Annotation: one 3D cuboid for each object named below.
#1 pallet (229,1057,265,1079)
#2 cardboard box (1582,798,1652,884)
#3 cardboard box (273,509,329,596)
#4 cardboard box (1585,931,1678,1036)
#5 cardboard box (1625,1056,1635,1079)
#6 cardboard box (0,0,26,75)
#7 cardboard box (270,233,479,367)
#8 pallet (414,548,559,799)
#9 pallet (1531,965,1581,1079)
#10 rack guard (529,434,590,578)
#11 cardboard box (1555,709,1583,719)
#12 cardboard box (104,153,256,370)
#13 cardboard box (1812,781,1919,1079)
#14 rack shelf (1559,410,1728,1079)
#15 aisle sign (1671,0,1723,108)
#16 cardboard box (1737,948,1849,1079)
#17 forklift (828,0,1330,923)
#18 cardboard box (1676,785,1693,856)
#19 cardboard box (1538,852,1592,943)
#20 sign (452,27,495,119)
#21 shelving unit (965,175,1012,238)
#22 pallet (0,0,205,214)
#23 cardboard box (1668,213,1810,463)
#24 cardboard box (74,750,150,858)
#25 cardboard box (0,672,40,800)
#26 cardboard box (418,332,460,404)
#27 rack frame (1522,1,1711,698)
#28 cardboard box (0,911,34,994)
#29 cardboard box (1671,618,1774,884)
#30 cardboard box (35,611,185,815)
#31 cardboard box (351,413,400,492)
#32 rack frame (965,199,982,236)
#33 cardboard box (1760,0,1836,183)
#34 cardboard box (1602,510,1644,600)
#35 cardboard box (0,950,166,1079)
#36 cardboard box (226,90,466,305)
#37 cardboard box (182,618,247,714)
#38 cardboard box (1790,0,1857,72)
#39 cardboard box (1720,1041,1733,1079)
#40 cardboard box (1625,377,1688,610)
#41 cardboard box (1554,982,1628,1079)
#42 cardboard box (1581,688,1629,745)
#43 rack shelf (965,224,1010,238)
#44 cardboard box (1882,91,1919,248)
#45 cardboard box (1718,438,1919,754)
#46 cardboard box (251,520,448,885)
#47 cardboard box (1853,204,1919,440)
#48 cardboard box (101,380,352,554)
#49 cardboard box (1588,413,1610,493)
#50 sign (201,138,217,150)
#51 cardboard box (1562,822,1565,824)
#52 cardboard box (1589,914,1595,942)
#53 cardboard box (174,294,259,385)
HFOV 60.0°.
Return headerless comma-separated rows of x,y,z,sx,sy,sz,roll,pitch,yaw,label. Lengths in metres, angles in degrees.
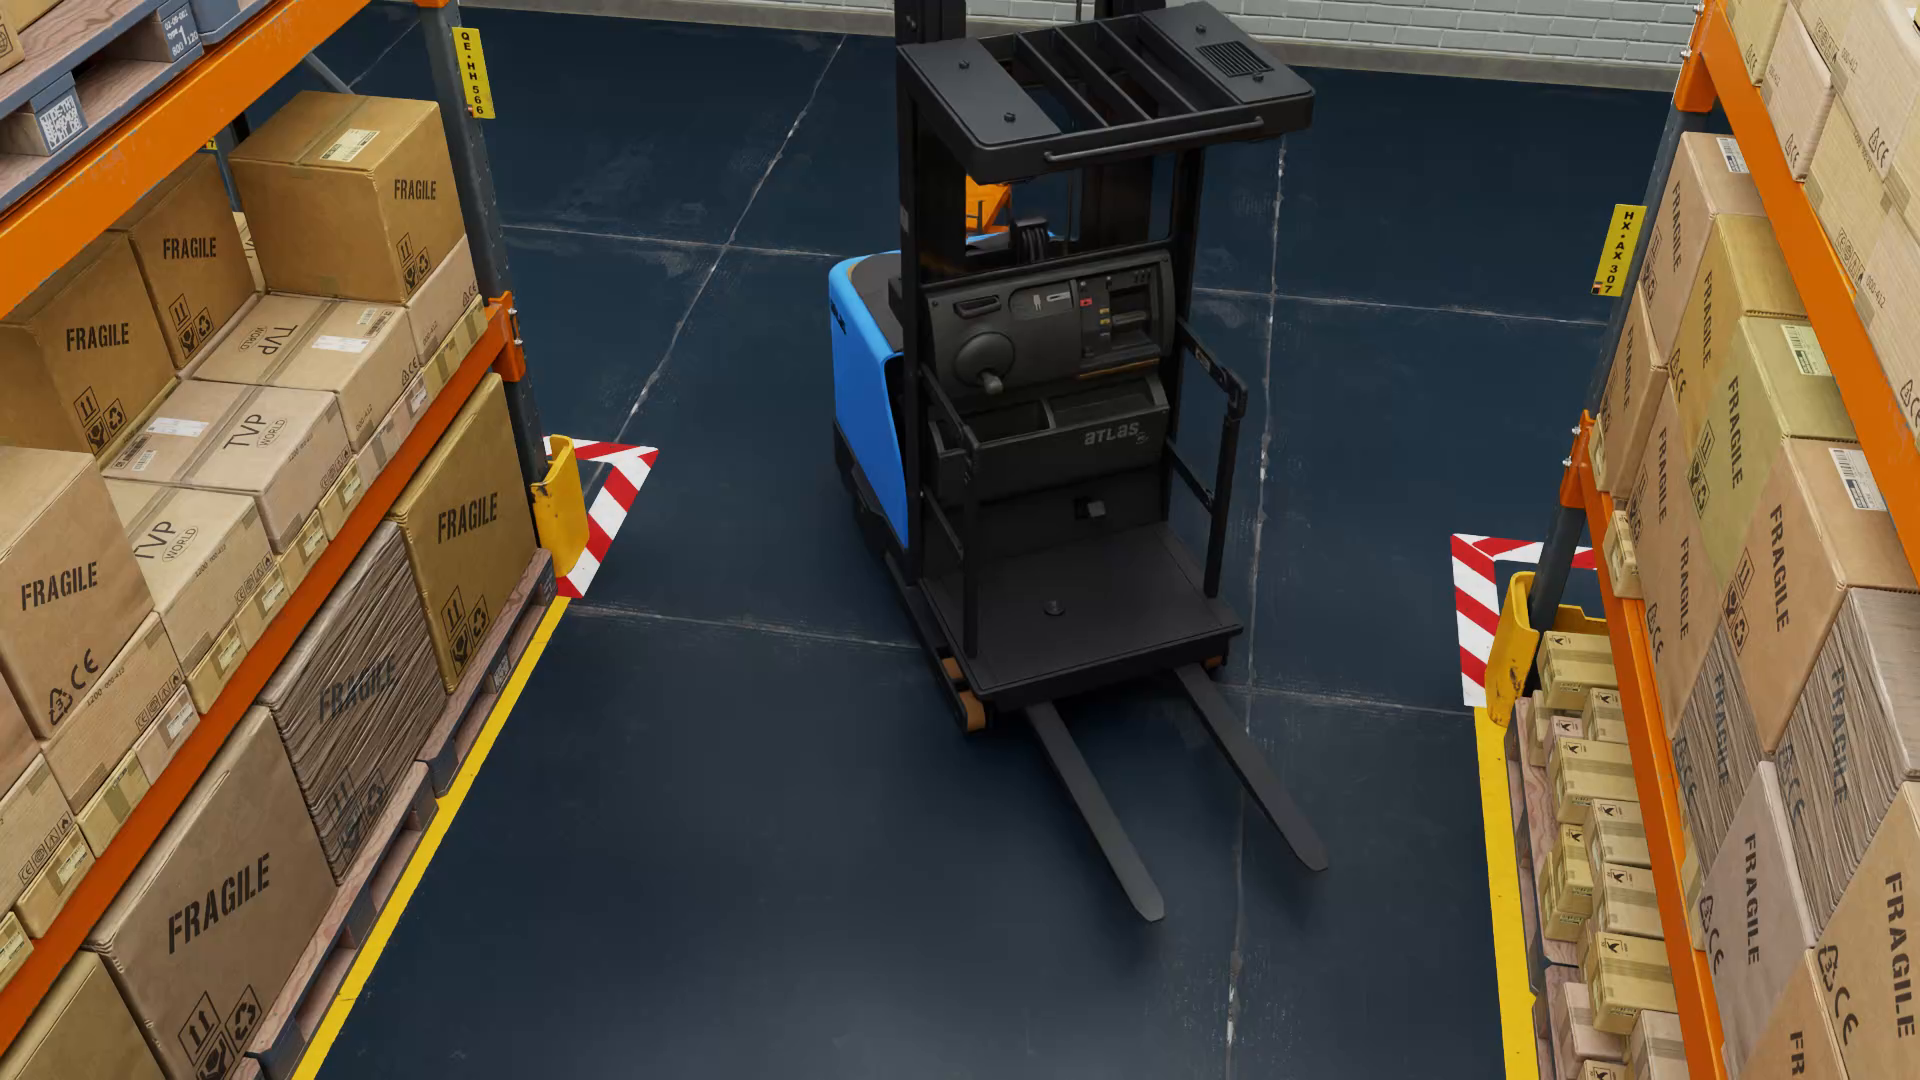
-2.700,1.973,4.698,1.003,0.211,1.213,6,40,8,pallet
2.166,0.961,5.175,0.380,0.149,0.250,5,40,5,cardboard box
-2.173,0.017,5.073,0.380,0.149,0.250,7,40,8,cardboard box
2.018,1.294,4.772,0.380,0.149,0.250,7,40,8,cardboard box
2.083,1.588,4.650,0.380,0.149,0.250,8,40,10,cardboard box
-2.505,-1.176,3.477,0.700,0.500,0.500,8,40,10,cardboard box
-2.039,-0.867,5.829,0.500,0.250,0.500,6,40,7,cardboard box
-2.278,0.441,6.551,1.003,0.211,1.213,6,40,8,pallet
2.249,1.858,4.837,1.003,0.211,1.213,6,40,8,pallet
-2.212,-0.196,7.094,1.175,0.500,0.348,6,40,8,rack guard
2.308,0.589,5.858,0.380,0.149,0.250,8,40,10,cardboard box
-2.652,-0.904,5.286,0.500,0.500,0.500,5,40,7,cardboard box
1.858,0.788,2.846,0.500,0.500,0.500,5,40,6,cardboard box
2.305,0.999,4.252,1.077,0.370,4.000,6,40,8,rack shelf
2.369,-1.614,4.808,0.394,0.787,0.004,6,40,8,aisle sign
1.856,1.163,3.177,0.500,0.500,0.500,5,40,6,cardboard box
0.411,-0.695,5.790,1.130,2.935,3.031,-13,41,-15,forklift
2.053,0.715,4.228,0.380,0.149,0.250,8,40,9,cardboard box
2.092,1.175,5.382,0.380,0.149,0.250,7,40,8,cardboard box
-1.684,-1.613,5.752,0.100,0.325,0.005,6,40,8,sign
0.047,-1.166,7.718,0.258,1.200,0.503,11,41,13,shelving unit
-2.543,-1.031,3.859,1.003,0.211,1.213,6,40,8,pallet
2.231,-0.502,4.407,0.500,0.500,0.500,7,40,9,cardboard box
-2.351,0.658,4.297,0.380,0.149,0.250,6,40,7,cardboard box
-2.481,0.440,3.659,0.500,0.500,0.500,6,40,8,cardboard box
-1.997,-0.624,5.848,0.380,0.149,0.250,7,40,8,cardboard box
2.651,-0.533,5.541,1.000,3.000,0.127,6,40,8,rack frame
-2.439,0.984,3.903,0.380,0.149,0.250,8,40,9,cardboard box
2.055,0.530,3.943,0.500,0.500,0.500,5,40,7,cardboard box
-2.394,0.406,4.289,0.500,0.250,0.500,7,40,9,cardboard box
-2.086,-0.309,5.467,0.380,0.149,0.250,7,40,8,cardboard box
-0.022,-1.017,7.538,0.240,1.200,0.015,11,41,13,rack frame
2.226,-1.048,3.927,0.500,0.250,0.500,8,40,9,cardboard box
2.170,0.058,5.023,0.380,0.149,0.250,5,40,6,cardboard box
-2.715,1.618,4.277,0.875,0.875,0.875,6,40,8,cardboard box
-2.042,-1.155,5.589,0.500,0.500,0.500,7,40,8,cardboard box
-2.262,0.336,4.687,0.380,0.149,0.250,5,40,6,cardboard box
2.230,-1.250,3.779,0.500,0.250,0.500,6,40,7,cardboard box
1.907,1.201,3.641,0.380,0.149,0.250,5,40,6,cardboard box
2.234,-0.097,4.701,0.500,0.500,0.500,6,40,8,cardboard box
2.013,1.493,4.998,0.380,0.149,0.250,5,40,6,cardboard box
2.297,0.652,5.549,0.380,0.149,0.250,7,40,8,cardboard box
0.047,-1.287,7.619,0.258,0.148,0.480,11,41,13,rack shelf
2.045,-0.616,3.013,0.500,0.250,0.500,5,40,6,cardboard box
2.034,0.142,3.628,0.500,0.500,0.500,5,40,6,cardboard box
-2.406,0.495,5.635,0.875,0.875,0.875,6,40,8,cardboard box
2.050,-0.401,3.144,0.500,0.250,0.500,6,40,7,cardboard box
-2.215,-0.230,5.058,0.500,0.250,0.500,5,40,6,cardboard box
2.272,-0.270,5.419,0.380,0.149,0.250,6,40,7,cardboard box
-2.762,-1.573,6.057,0.100,0.325,0.005,6,40,8,sign
2.281,0.870,5.751,0.380,0.149,0.250,6,40,7,cardboard box
2.146,1.244,5.065,0.380,0.149,0.250,5,40,6,cardboard box
-2.649,-0.602,5.509,0.500,0.250,0.500,6,40,7,cardboard box
